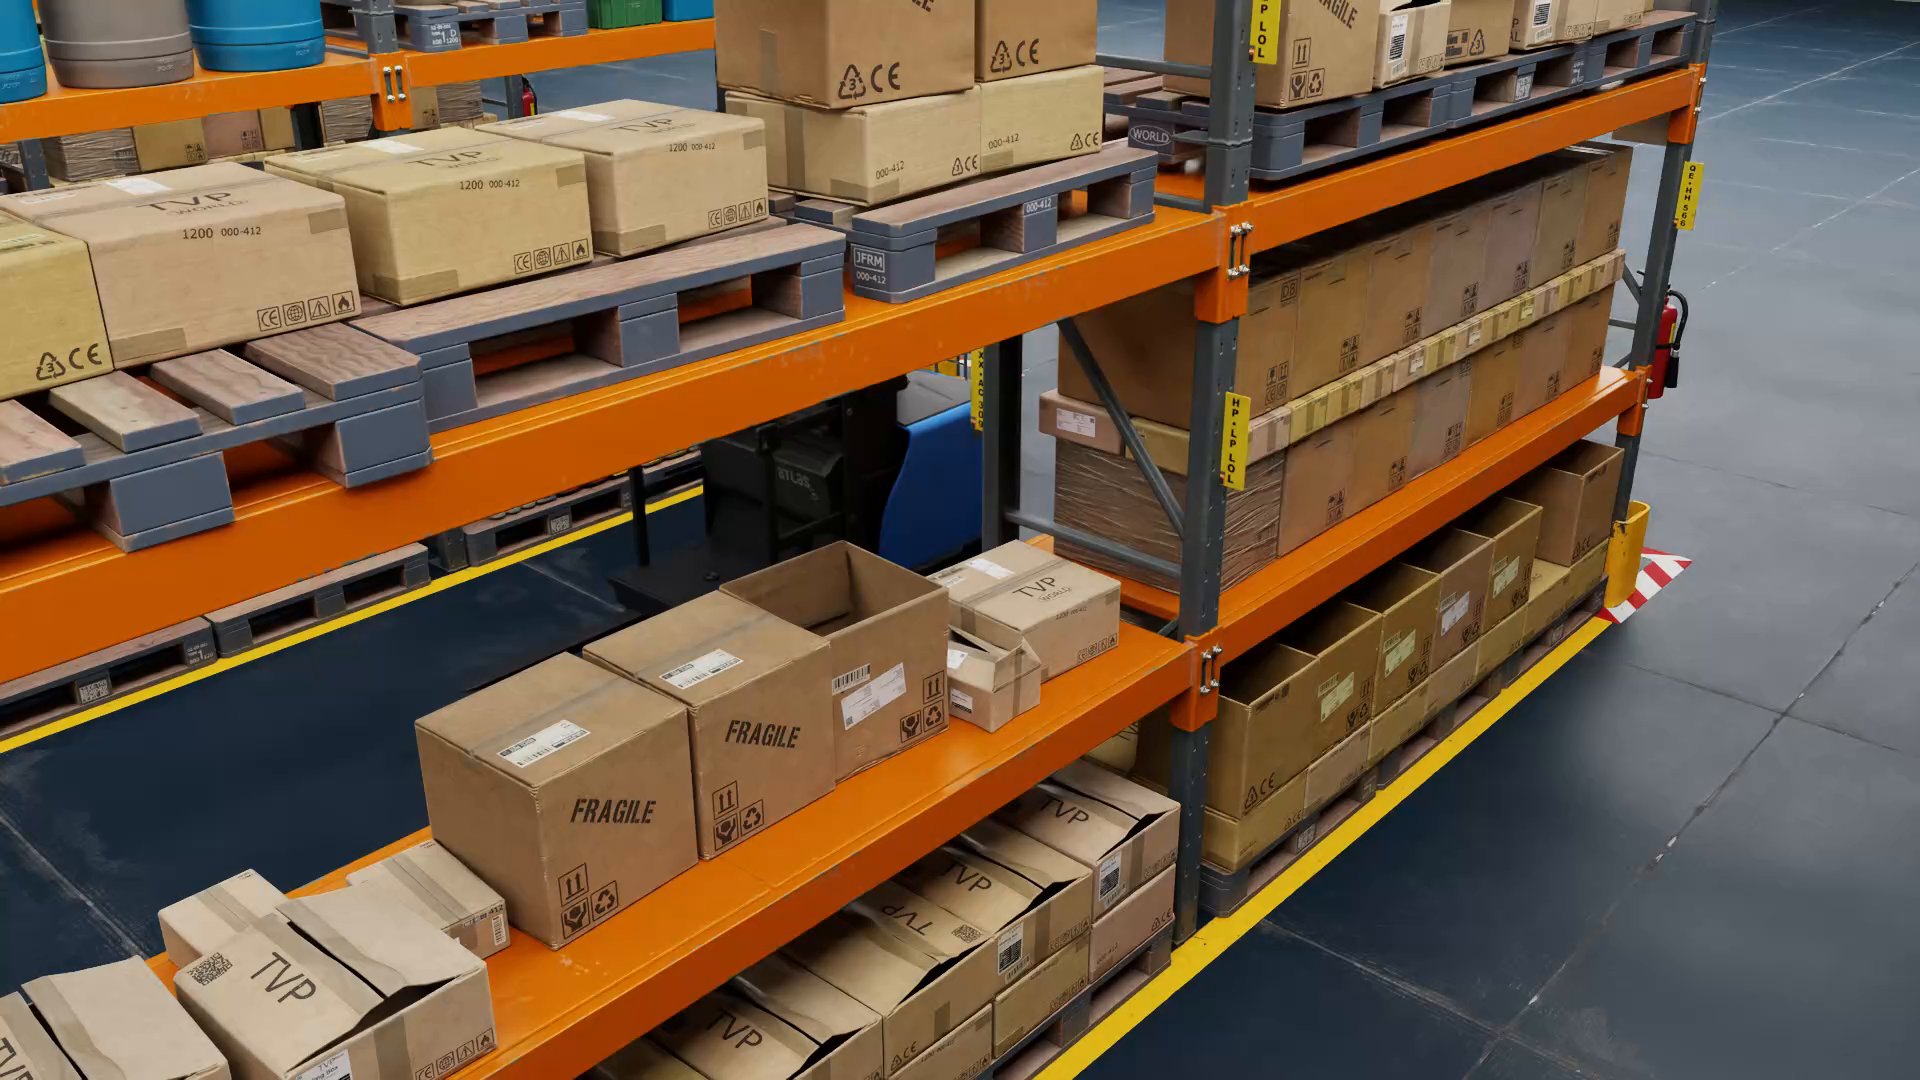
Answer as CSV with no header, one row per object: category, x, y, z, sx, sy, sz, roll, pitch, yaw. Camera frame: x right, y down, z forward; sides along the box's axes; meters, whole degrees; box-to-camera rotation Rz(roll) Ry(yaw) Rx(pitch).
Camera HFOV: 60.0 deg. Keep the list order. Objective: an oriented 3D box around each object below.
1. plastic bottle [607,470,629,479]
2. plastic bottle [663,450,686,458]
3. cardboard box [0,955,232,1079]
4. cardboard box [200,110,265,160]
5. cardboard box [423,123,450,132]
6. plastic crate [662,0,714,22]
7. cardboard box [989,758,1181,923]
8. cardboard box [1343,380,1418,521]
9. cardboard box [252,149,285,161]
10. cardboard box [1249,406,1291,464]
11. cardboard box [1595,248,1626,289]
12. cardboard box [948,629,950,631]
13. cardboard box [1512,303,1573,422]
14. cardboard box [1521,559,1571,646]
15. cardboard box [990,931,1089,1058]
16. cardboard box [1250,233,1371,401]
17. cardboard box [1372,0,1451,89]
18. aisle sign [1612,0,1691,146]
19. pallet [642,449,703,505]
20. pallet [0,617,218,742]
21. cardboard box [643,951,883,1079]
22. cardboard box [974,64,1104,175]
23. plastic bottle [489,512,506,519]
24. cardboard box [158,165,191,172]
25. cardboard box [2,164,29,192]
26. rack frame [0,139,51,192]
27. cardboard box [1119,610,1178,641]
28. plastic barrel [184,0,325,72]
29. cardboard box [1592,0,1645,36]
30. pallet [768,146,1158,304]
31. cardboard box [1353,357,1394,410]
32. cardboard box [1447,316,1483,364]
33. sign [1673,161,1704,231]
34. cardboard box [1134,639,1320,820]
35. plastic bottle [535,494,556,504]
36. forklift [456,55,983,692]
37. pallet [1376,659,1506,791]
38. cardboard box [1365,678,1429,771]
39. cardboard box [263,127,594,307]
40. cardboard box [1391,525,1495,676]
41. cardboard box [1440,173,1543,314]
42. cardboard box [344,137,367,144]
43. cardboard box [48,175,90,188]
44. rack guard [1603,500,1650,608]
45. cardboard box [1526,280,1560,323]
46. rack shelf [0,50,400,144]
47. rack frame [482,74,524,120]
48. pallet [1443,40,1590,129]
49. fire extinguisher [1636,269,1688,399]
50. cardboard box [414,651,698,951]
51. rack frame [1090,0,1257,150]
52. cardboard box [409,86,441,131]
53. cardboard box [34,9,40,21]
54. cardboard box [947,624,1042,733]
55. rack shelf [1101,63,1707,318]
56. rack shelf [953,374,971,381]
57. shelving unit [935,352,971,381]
plastic bottle,-2.077,-0.522,10.030,0.061,0.283,0.133,22,32,40
plastic bottle,-1.811,-0.700,10.345,0.144,0.351,0.185,22,32,40
cardboard box,-1.900,1.182,3.555,0.500,0.311,0.500,-22,32,-40
cardboard box,-5.916,-3.308,12.976,0.875,0.500,0.500,20,31,38
cardboard box,-4.543,-3.479,14.149,0.380,0.149,0.250,20,31,38
plastic crate,-1.571,-3.249,9.682,0.392,0.384,0.575,20,31,38
cardboard box,0.437,1.031,5.947,0.500,0.311,0.500,20,31,38
cardboard box,1.470,-0.475,7.020,0.700,0.500,0.500,21,31,38
cardboard box,-5.522,-3.014,13.112,0.380,0.149,0.250,20,31,38
cardboard box,0.985,-0.425,6.117,0.380,0.149,0.250,21,31,38
cardboard box,3.051,-1.370,8.224,0.380,0.149,0.250,20,31,37
cardboard box,-0.250,0.351,5.608,0.380,0.149,0.250,20,31,38
cardboard box,2.496,-0.942,8.063,0.700,0.500,0.500,21,32,39
cardboard box,2.701,0.266,8.338,0.500,0.250,0.500,20,31,38
cardboard box,0.094,1.444,5.710,0.500,0.250,0.500,20,31,37
cardboard box,1.122,-0.907,6.398,0.700,0.500,0.500,20,31,37
cardboard box,1.387,-1.808,5.873,0.500,0.311,0.500,18,30,35
aisle sign,3.426,-2.323,8.087,0.394,0.787,0.004,20,31,38
pallet,-1.899,-0.626,10.888,1.003,0.211,1.213,20,31,38
pallet,-4.502,0.564,8.234,1.003,0.211,1.213,20,31,38
cardboard box,-0.578,1.495,4.912,0.500,0.311,0.500,20,31,37
cardboard box,0.076,-1.285,4.953,0.500,0.250,0.500,-20,31,-38
plastic bottle,-2.653,-0.265,9.471,0.097,0.271,0.097,0,24,0
cardboard box,-6.031,-2.788,12.609,0.380,0.149,0.250,20,31,38
cardboard box,-6.956,-2.715,12.447,0.380,0.149,0.250,20,31,38
rack frame,-6.881,-2.684,12.070,1.000,3.000,0.127,20,31,38
cardboard box,0.983,0.393,7.139,0.500,0.500,0.500,20,31,38
plastic barrel,-3.370,-2.715,7.860,0.600,0.901,0.708,20,31,38
cardboard box,2.592,-2.330,7.112,0.500,0.250,0.500,20,31,38
pallet,-0.085,-0.987,4.853,0.805,0.209,1.217,19,30,36
cardboard box,1.499,-0.660,6.641,0.380,0.149,0.250,19,30,36
cardboard box,2.017,-0.897,7.169,0.380,0.149,0.250,20,31,37
sign,3.559,-1.681,8.127,0.100,0.325,0.005,20,31,38
cardboard box,1.037,0.687,6.482,0.500,0.500,0.500,20,31,38
plastic bottle,-2.458,-0.373,9.707,0.152,0.276,0.135,22,32,39
forklift,-1.088,-0.831,8.022,1.130,2.935,3.031,20,31,37
pallet,1.870,0.690,7.953,1.003,0.211,1.213,20,31,38
cardboard box,1.704,0.725,7.315,0.500,0.250,0.500,20,31,38
cardboard box,-1.188,-0.741,3.739,0.500,0.250,0.500,19,31,37
cardboard box,2.036,0.229,7.503,0.500,0.500,0.500,20,31,38
cardboard box,2.125,-1.364,7.418,0.700,0.500,0.500,20,31,38
cardboard box,-5.069,-3.260,13.661,0.380,0.149,0.250,20,31,38
cardboard box,-6.513,-2.553,12.084,0.380,0.149,0.250,20,31,38
rack guard,3.180,-0.063,9.280,1.175,0.500,0.348,20,31,38
cardboard box,2.537,-1.136,7.702,0.380,0.149,0.250,21,31,38
rack shelf,-4.527,-1.763,7.228,1.077,0.370,4.000,20,31,38
rack frame,-4.211,-3.903,14.788,1.000,3.000,0.127,20,31,38
pallet,1.858,-1.943,6.860,1.003,0.211,1.213,20,31,38
fire extinguisher,3.589,-1.071,8.566,0.296,0.674,0.183,20,31,38
cardboard box,-1.068,0.679,4.446,0.500,0.500,0.500,18,30,35
rack frame,0.494,-2.715,4.807,1.000,3.000,0.127,20,31,38
cardboard box,-4.843,-3.739,13.937,0.875,0.500,0.500,20,31,38
cardboard box,-9.144,-5.223,16.230,0.875,0.550,0.500,20,31,38
cardboard box,0.044,0.401,5.353,0.396,0.266,0.258,19,31,36
rack shelf,1.829,-1.628,6.927,1.077,0.370,4.000,20,31,38
rack shelf,0.010,-0.840,9.385,0.258,0.103,0.180,20,31,38
shelving unit,0.010,-0.552,9.514,0.258,1.200,0.189,20,31,38
